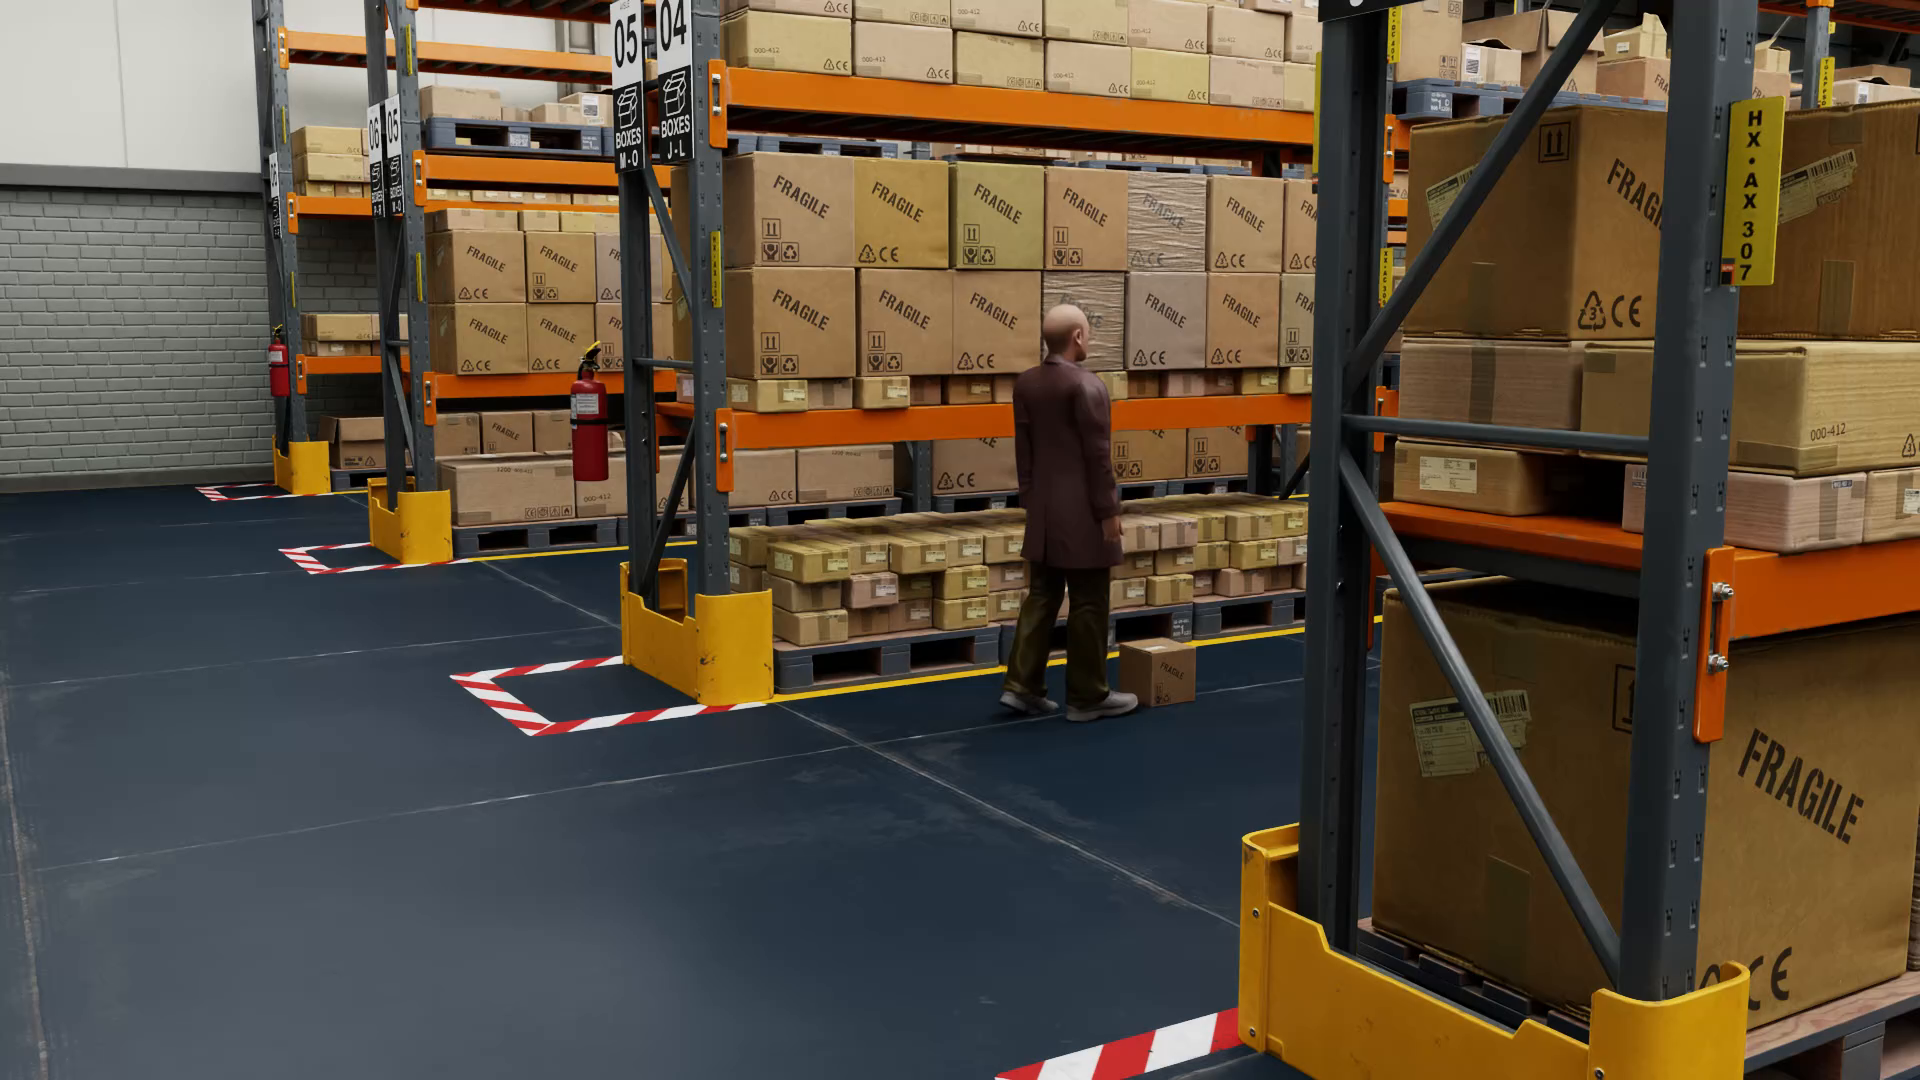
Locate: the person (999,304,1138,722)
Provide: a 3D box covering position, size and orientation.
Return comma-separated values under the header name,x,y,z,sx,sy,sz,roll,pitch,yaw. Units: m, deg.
name,x,y,z,sx,sy,sz,roll,pitch,yaw
person,0.476,-0.094,7.167,0.580,1.824,0.583,-6,10,-35
